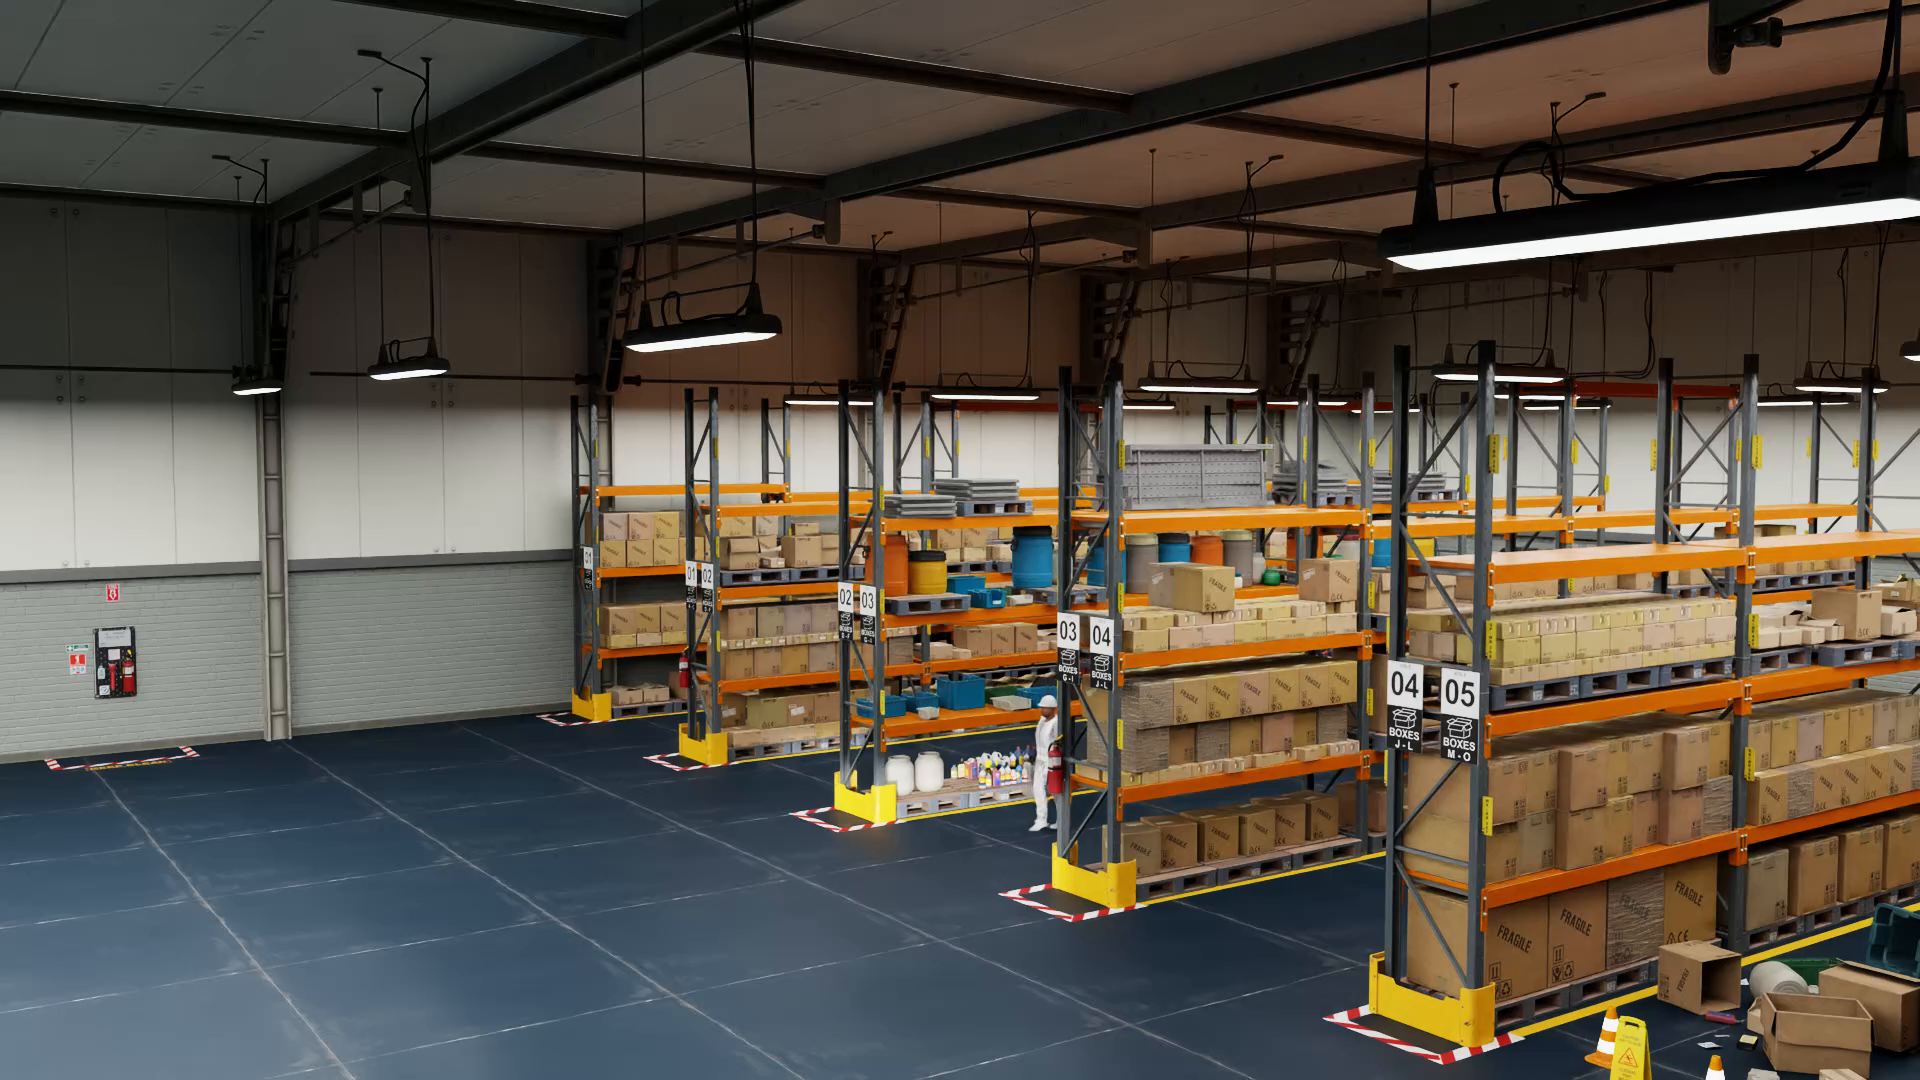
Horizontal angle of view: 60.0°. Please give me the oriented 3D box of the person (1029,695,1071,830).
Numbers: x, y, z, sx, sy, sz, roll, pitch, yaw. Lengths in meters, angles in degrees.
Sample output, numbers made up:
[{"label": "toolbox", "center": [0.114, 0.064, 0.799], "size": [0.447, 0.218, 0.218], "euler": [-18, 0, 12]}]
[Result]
[{"label": "person", "center": [1.189, 2.968, 22.021], "size": [0.552, 1.831, 0.608], "euler": [-1, 4, -20]}]
